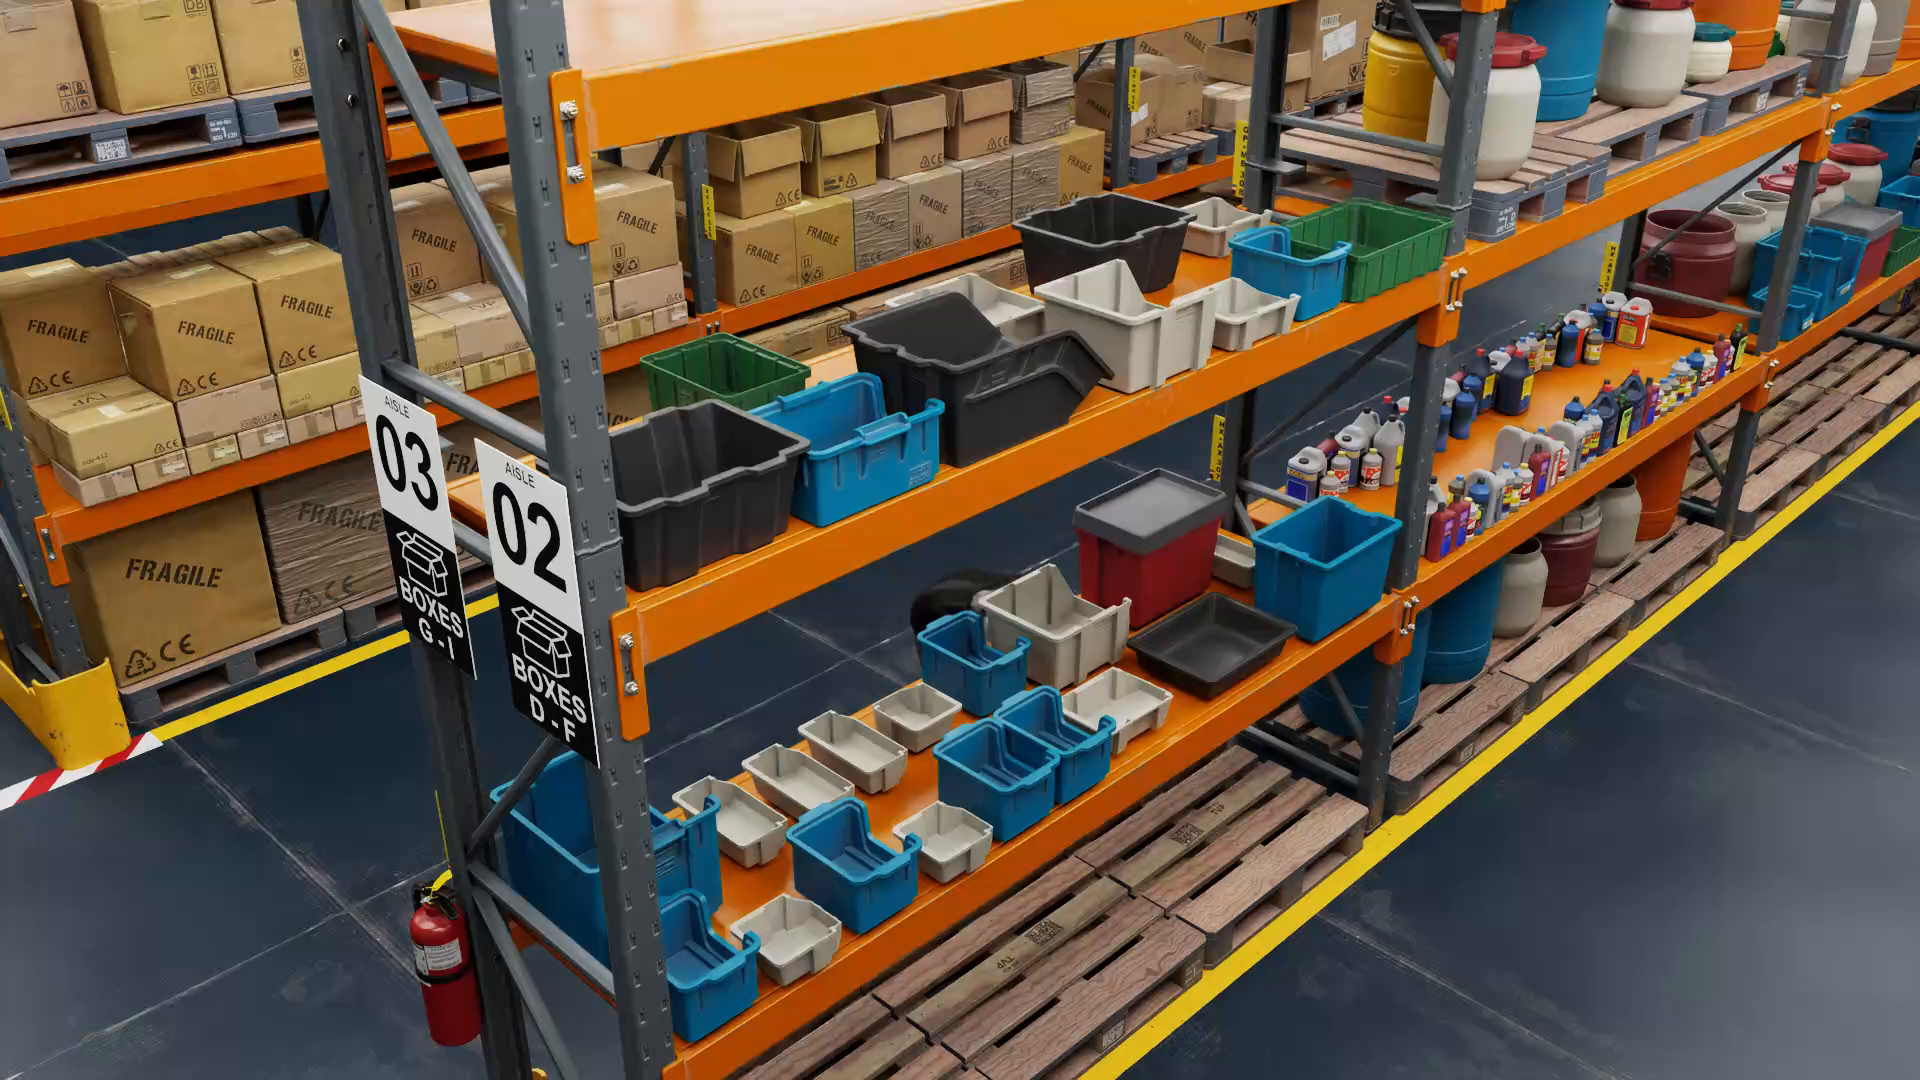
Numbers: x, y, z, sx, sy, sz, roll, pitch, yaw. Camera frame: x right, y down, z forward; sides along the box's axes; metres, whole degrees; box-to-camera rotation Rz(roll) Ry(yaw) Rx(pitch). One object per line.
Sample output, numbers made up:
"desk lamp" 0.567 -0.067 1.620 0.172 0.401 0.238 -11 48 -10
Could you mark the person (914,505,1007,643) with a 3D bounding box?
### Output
"person" 0.016 0.398 7.886 0.429 1.720 0.587 22 35 36
